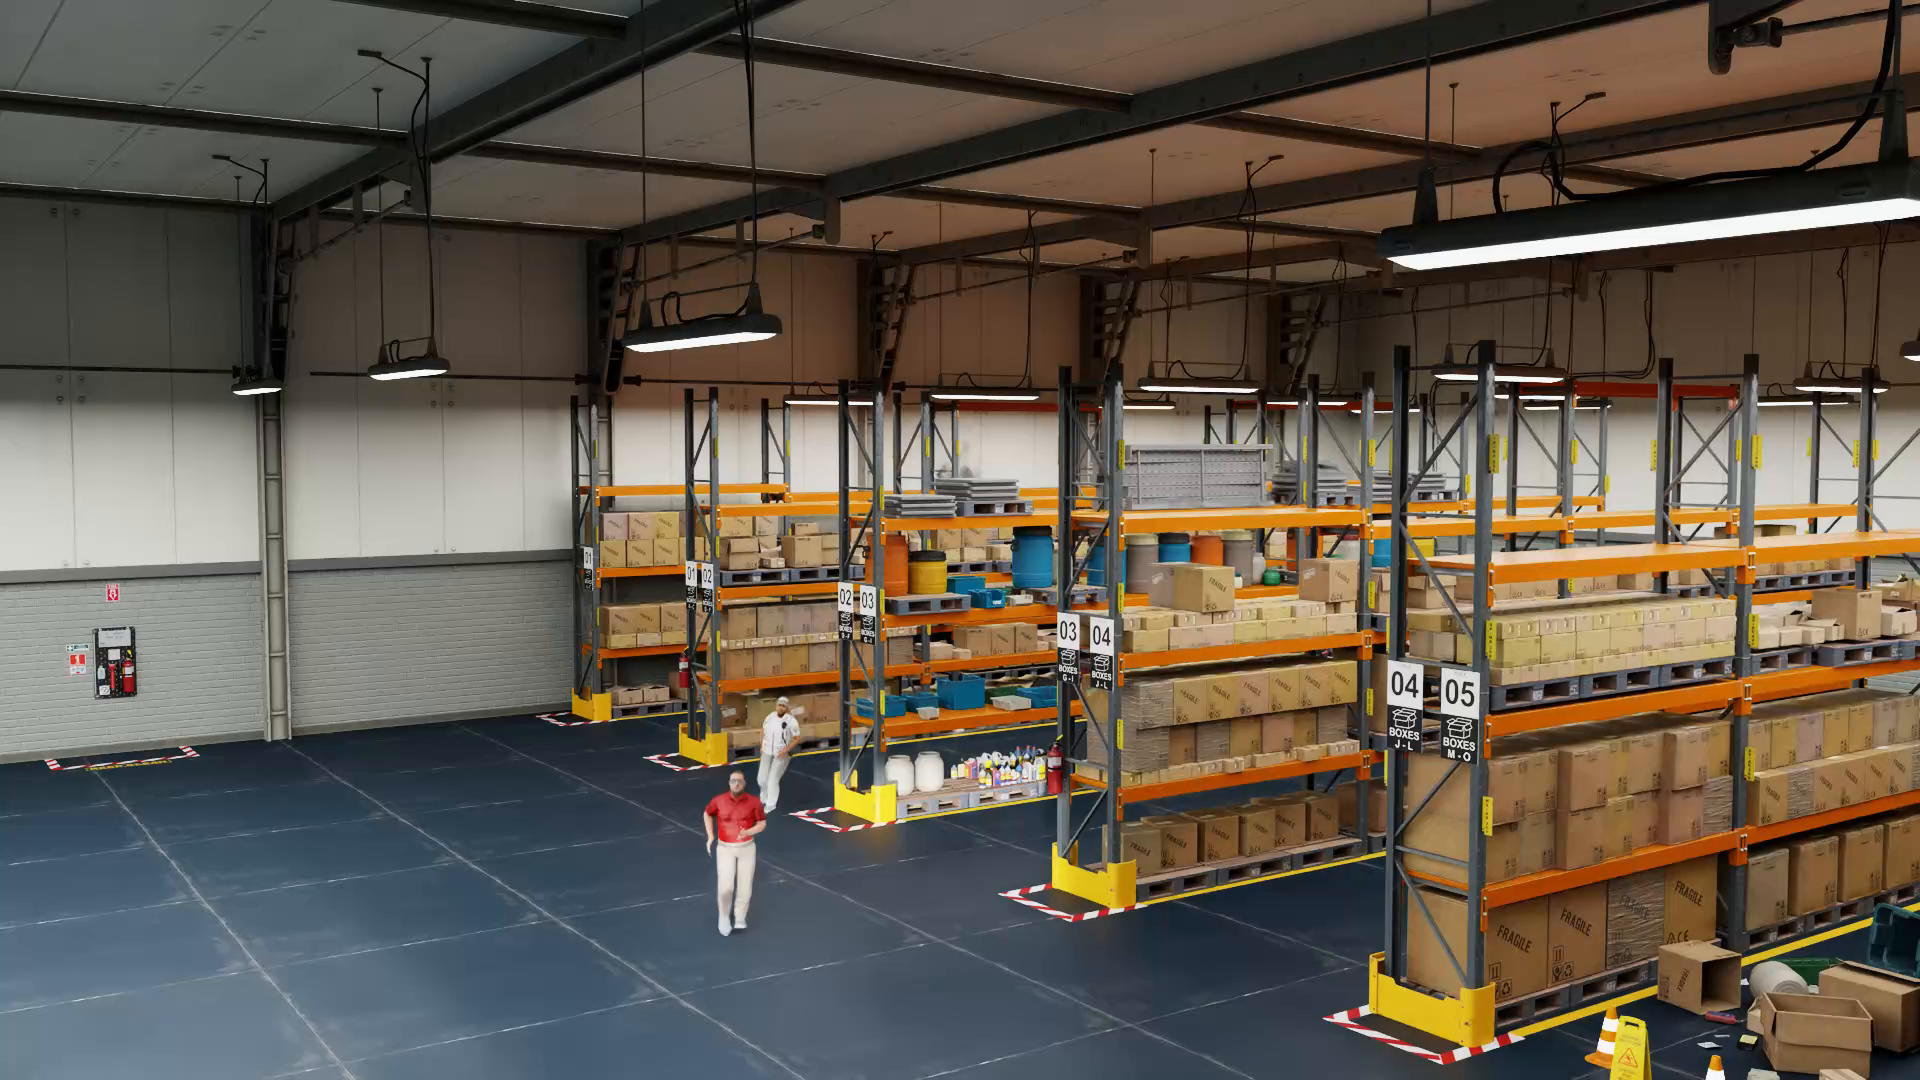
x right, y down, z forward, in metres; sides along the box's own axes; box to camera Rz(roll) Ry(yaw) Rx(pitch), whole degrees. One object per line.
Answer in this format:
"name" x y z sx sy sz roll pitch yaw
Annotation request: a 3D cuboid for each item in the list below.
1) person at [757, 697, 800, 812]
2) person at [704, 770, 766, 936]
"person" -2.545 2.979 23.101 0.683 1.601 0.524 1 4 13
"person" -2.333 3.268 17.307 0.637 1.721 0.669 -1 3 -10
